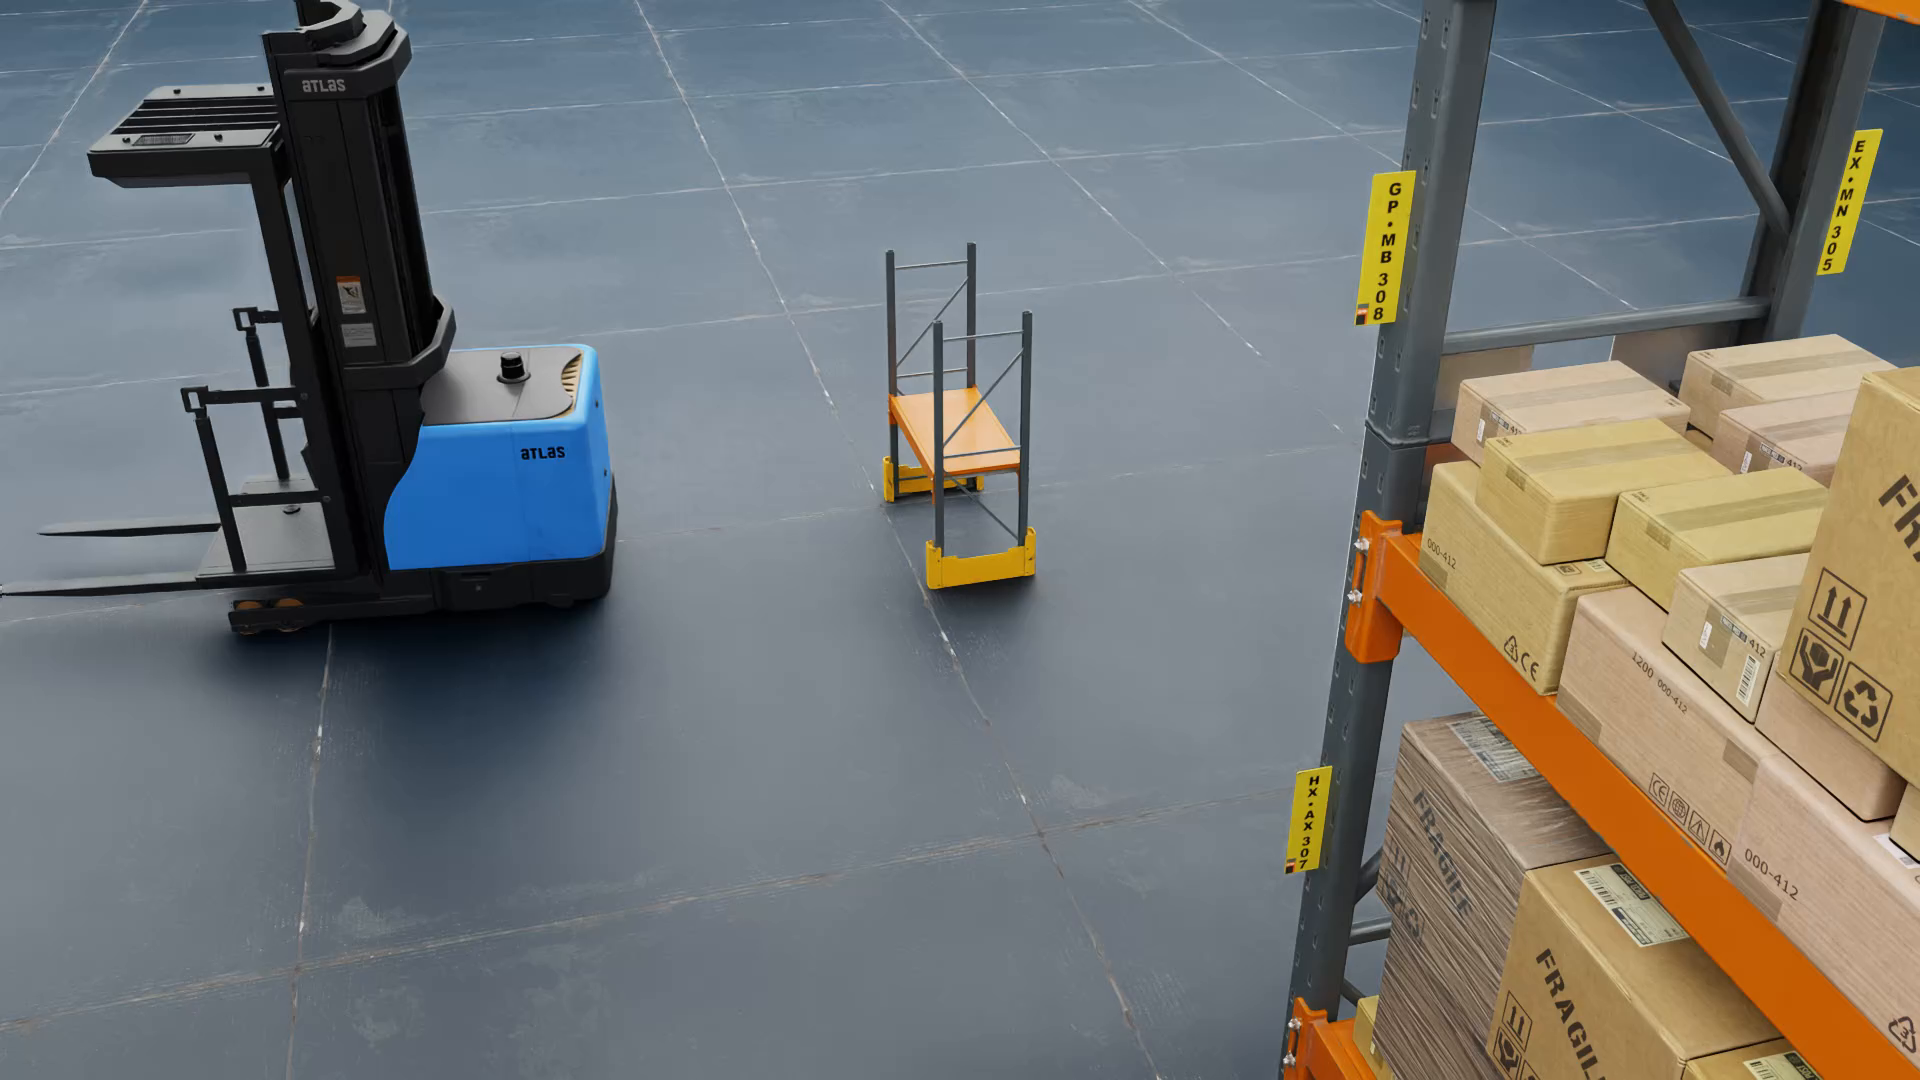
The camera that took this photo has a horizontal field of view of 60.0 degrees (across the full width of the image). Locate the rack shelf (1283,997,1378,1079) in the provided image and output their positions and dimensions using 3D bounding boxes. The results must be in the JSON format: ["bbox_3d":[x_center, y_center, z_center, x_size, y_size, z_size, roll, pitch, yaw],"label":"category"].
[{"bbox_3d":[1.930,2.285,3.027,1.077,0.370,4.000,-8,31,-13],"label":"rack shelf"}]

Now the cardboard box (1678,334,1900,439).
[{"bbox_3d":[1.774,-0.306,3.542,0.380,0.149,0.250,-8,31,-13],"label":"cardboard box"}]

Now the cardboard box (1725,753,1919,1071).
[{"bbox_3d":[1.549,0.529,2.497,0.500,0.250,0.500,-8,31,-13],"label":"cardboard box"}]

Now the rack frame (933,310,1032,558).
[{"bbox_3d":[0.112,-0.445,8.521,0.500,1.500,0.032,-8,31,-13],"label":"rack frame"}]

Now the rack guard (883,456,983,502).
[{"bbox_3d":[-0.152,-0.386,9.667,0.587,0.250,0.087,-8,31,-13],"label":"rack guard"}]

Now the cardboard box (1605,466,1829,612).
[{"bbox_3d":[1.411,0.009,2.998,0.380,0.149,0.250,-8,31,-14],"label":"cardboard box"}]

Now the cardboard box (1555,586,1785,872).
[{"bbox_3d":[1.421,0.289,2.911,0.500,0.250,0.500,-9,31,-14],"label":"cardboard box"}]

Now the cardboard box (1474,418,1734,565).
[{"bbox_3d":[1.225,-0.097,3.180,0.380,0.149,0.250,-7,31,-12],"label":"cardboard box"}]

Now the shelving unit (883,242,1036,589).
[{"bbox_3d":[-0.020,-0.686,8.938,0.587,1.500,1.083,-8,31,-13],"label":"shelving unit"}]

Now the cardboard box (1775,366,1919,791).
[{"bbox_3d":[1.533,0.074,2.239,0.500,0.500,0.500,-8,31,-13],"label":"cardboard box"}]

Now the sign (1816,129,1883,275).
[{"bbox_3d":[1.940,-0.738,3.653,0.100,0.325,0.005,-8,31,-13],"label":"sign"}]

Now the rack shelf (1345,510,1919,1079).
[{"bbox_3d":[1.930,0.986,2.275,1.077,0.370,4.000,-8,31,-13],"label":"rack shelf"}]

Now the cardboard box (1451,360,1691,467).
[{"bbox_3d":[1.250,-0.235,3.419,0.380,0.149,0.250,-8,31,-14],"label":"cardboard box"}]

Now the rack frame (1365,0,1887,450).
[{"bbox_3d":[1.400,-1.589,3.013,1.000,3.000,0.127,-8,31,-13],"label":"rack frame"}]

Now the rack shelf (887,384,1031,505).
[{"bbox_3d":[-0.023,-0.535,9.036,0.538,0.185,1.000,-8,31,-13],"label":"rack shelf"}]

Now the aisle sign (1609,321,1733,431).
[{"bbox_3d":[1.672,-0.188,3.985,0.394,0.787,0.004,-8,31,-13],"label":"aisle sign"}]

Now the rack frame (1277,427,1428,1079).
[{"bbox_3d":[1.400,1.007,4.516,1.000,3.000,0.127,-8,31,-13],"label":"rack frame"}]

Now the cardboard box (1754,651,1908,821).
[{"bbox_3d":[1.475,0.268,2.551,0.380,0.149,0.250,-8,31,-13],"label":"cardboard box"}]

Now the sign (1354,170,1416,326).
[{"bbox_3d":[0.877,-0.597,3.420,0.100,0.325,0.005,-8,31,-13],"label":"sign"}]

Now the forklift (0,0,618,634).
[{"bbox_3d":[-3.383,-1.072,8.176,3.031,2.935,1.130,-4,30,-6],"label":"forklift"}]

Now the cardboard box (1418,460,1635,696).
[{"bbox_3d":[1.278,0.041,3.340,0.500,0.250,0.500,-7,31,-12],"label":"cardboard box"}]

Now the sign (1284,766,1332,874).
[{"bbox_3d":[0.877,0.705,4.174,0.100,0.325,0.005,-8,31,-13],"label":"sign"}]

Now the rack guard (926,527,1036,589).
[{"bbox_3d":[0.112,0.096,8.835,0.587,0.250,0.087,-8,31,-13],"label":"rack guard"}]

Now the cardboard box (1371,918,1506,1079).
[{"bbox_3d":[1.519,1.104,3.951,0.875,0.500,0.500,-8,31,-13],"label":"cardboard box"}]

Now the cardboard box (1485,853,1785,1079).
[{"bbox_3d":[1.409,0.947,3.225,0.500,0.500,0.500,-8,31,-13],"label":"cardboard box"}]

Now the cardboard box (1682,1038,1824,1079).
[{"bbox_3d":[1.543,1.188,2.808,0.500,0.500,0.500,-8,31,-13],"label":"cardboard box"}]

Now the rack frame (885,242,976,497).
[{"bbox_3d":[-0.158,-0.936,9.370,0.500,1.500,0.032,-8,31,-13],"label":"rack frame"}]

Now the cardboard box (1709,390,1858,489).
[{"bbox_3d":[1.730,-0.165,3.298,0.380,0.149,0.250,-9,31,-15],"label":"cardboard box"}]

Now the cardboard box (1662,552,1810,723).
[{"bbox_3d":[1.415,0.150,2.754,0.380,0.149,0.250,-7,31,-11],"label":"cardboard box"}]

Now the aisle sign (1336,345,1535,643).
[{"bbox_3d":[1.094,-0.108,3.847,0.394,0.787,0.004,-8,31,-13],"label":"aisle sign"}]

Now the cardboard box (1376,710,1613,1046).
[{"bbox_3d":[1.283,0.704,3.644,0.500,0.500,0.500,-8,31,-13],"label":"cardboard box"}]

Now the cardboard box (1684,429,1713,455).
[{"bbox_3d":[1.773,-0.027,3.458,0.500,0.250,0.500,-7,31,-12],"label":"cardboard box"}]

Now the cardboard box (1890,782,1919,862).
[{"bbox_3d":[1.562,0.398,2.326,0.380,0.149,0.250,-9,31,-16],"label":"cardboard box"}]

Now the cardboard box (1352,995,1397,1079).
[{"bbox_3d":[1.245,1.285,4.286,0.380,0.149,0.250,-8,31,-13],"label":"cardboard box"}]
